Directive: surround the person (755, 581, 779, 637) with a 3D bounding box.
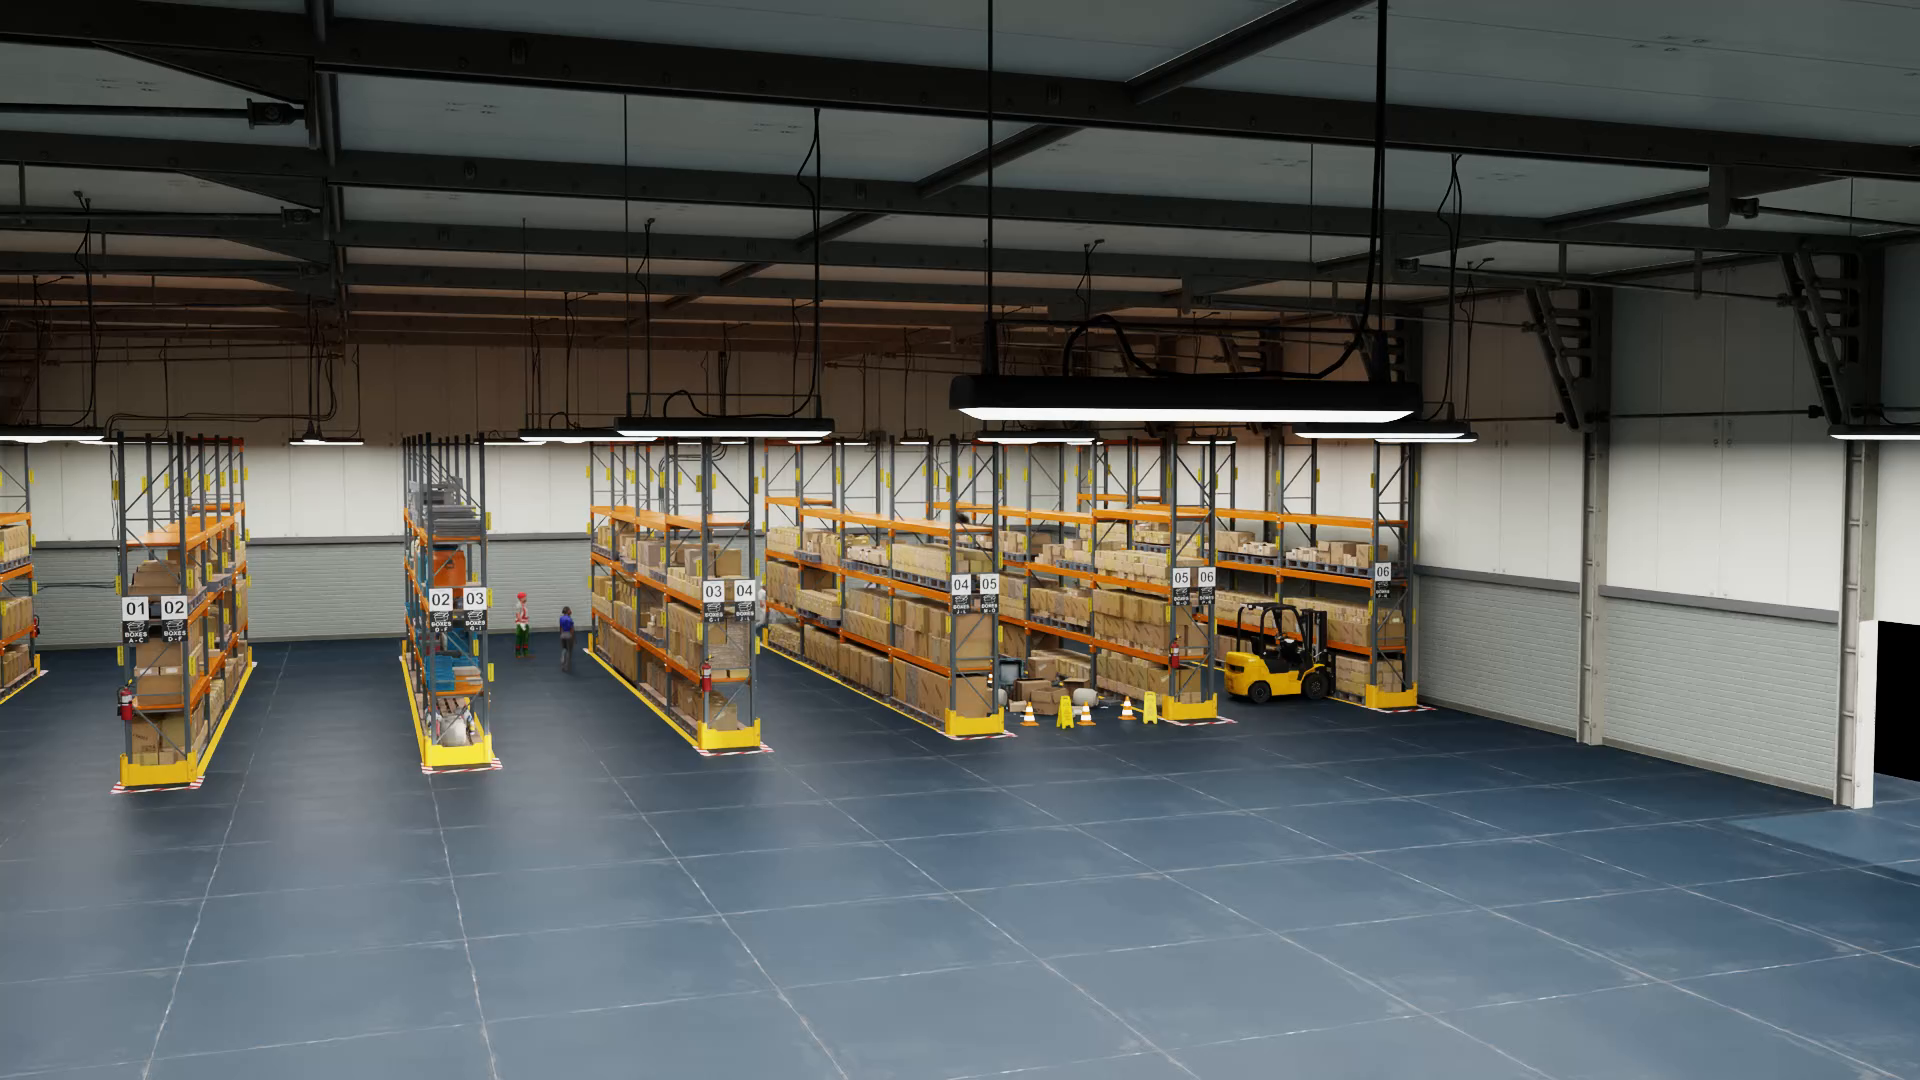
[{"bbox_3d":[-5.866,2.056,49.877,0.920,1.700,0.560,2,4,30],"label":"person"}]

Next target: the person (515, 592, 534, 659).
[{"bbox_3d":[-11.863,2.321,45.223,0.485,1.800,0.587,1,3,22],"label":"person"}]

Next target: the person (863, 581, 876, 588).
[{"bbox_3d":[-2.721,1.910,50.706,0.580,1.709,0.399,0,3,1],"label":"person"}]

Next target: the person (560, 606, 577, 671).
[{"bbox_3d":[-10.049,2.529,42.664,0.479,1.676,0.433,1,3,15],"label":"person"}]
